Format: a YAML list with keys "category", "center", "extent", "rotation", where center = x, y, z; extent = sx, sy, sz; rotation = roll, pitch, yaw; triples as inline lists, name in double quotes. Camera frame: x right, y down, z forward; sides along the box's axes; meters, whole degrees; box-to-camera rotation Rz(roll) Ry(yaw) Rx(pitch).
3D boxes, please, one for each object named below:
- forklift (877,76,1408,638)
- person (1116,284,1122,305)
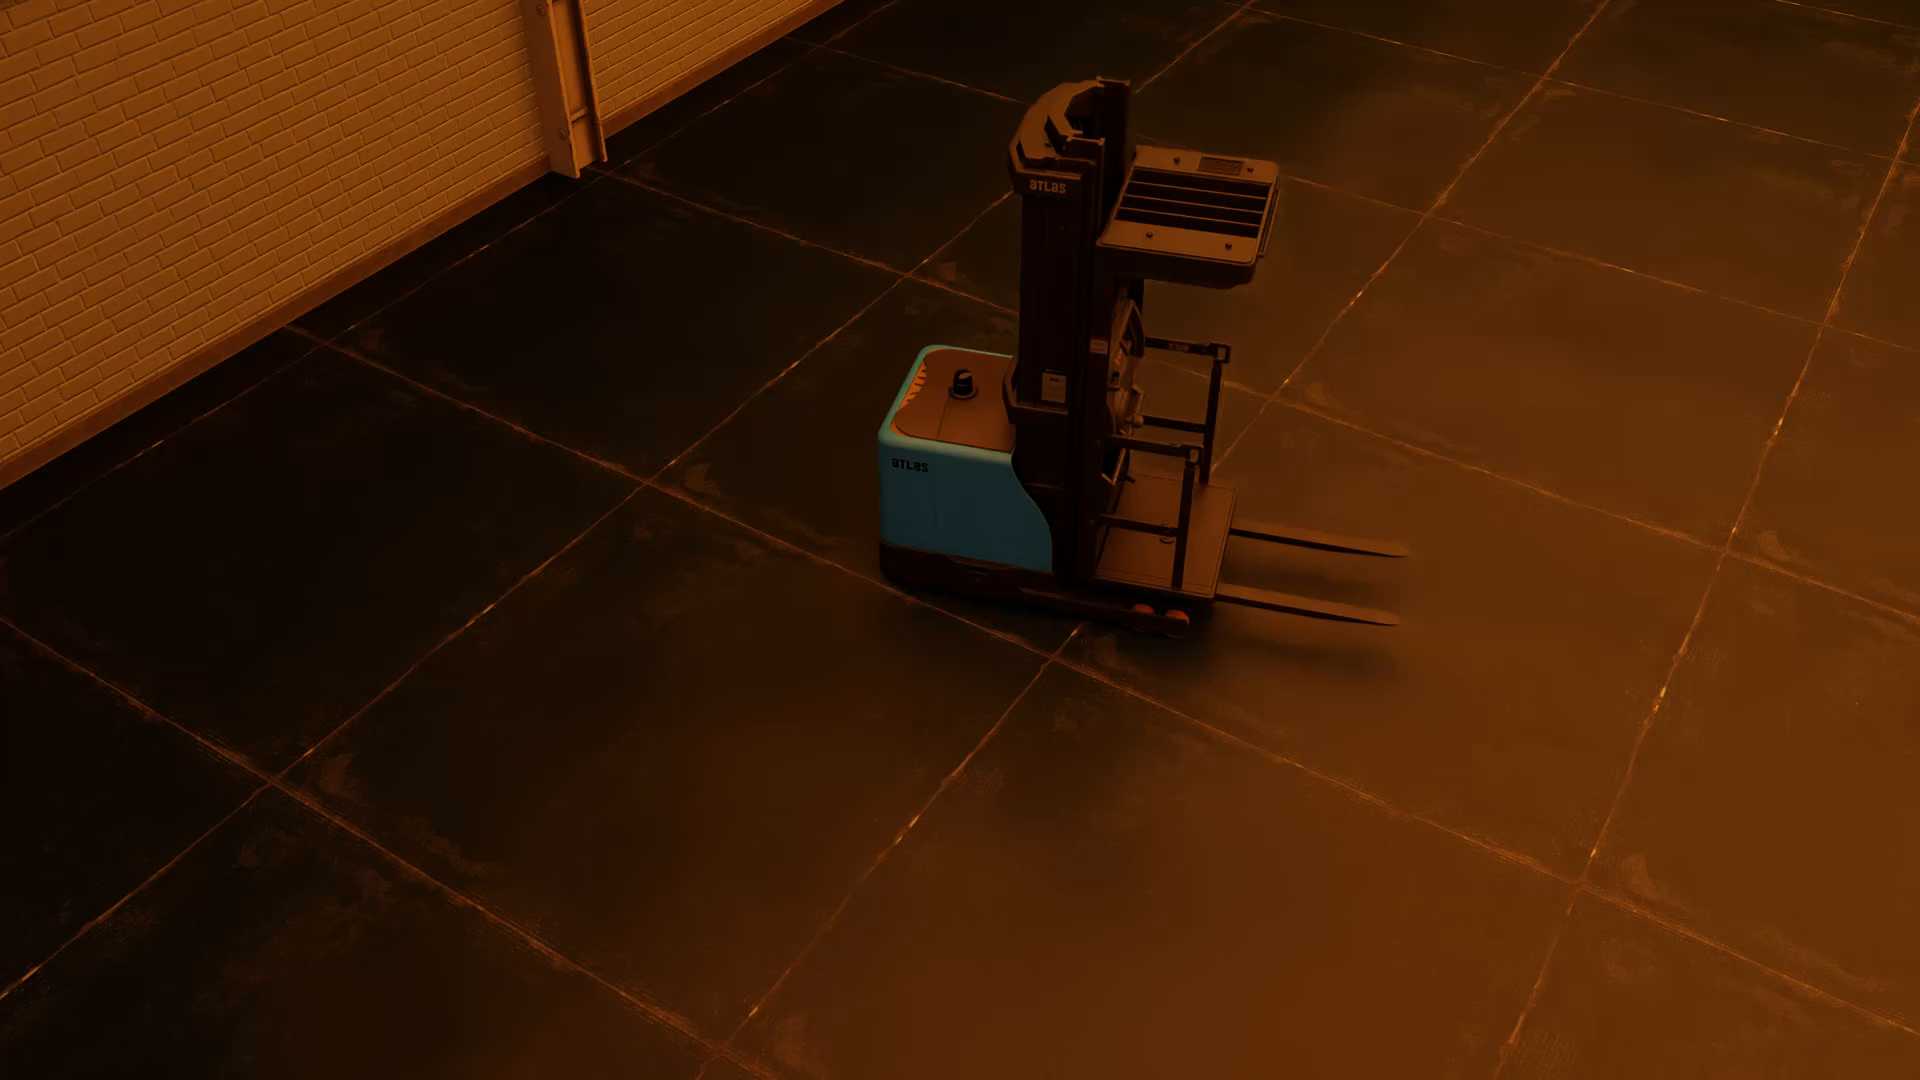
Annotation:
- category: "forklift"
  center: [1.094, -0.936, 9.072]
  extent: [3.031, 2.935, 1.130]
  rotation: [10, 41, 12]
- category: "person"
  center: [0.771, -1.275, 10.544]
  extent: [0.862, 1.516, 0.607]
  rotation: [15, 43, 17]
